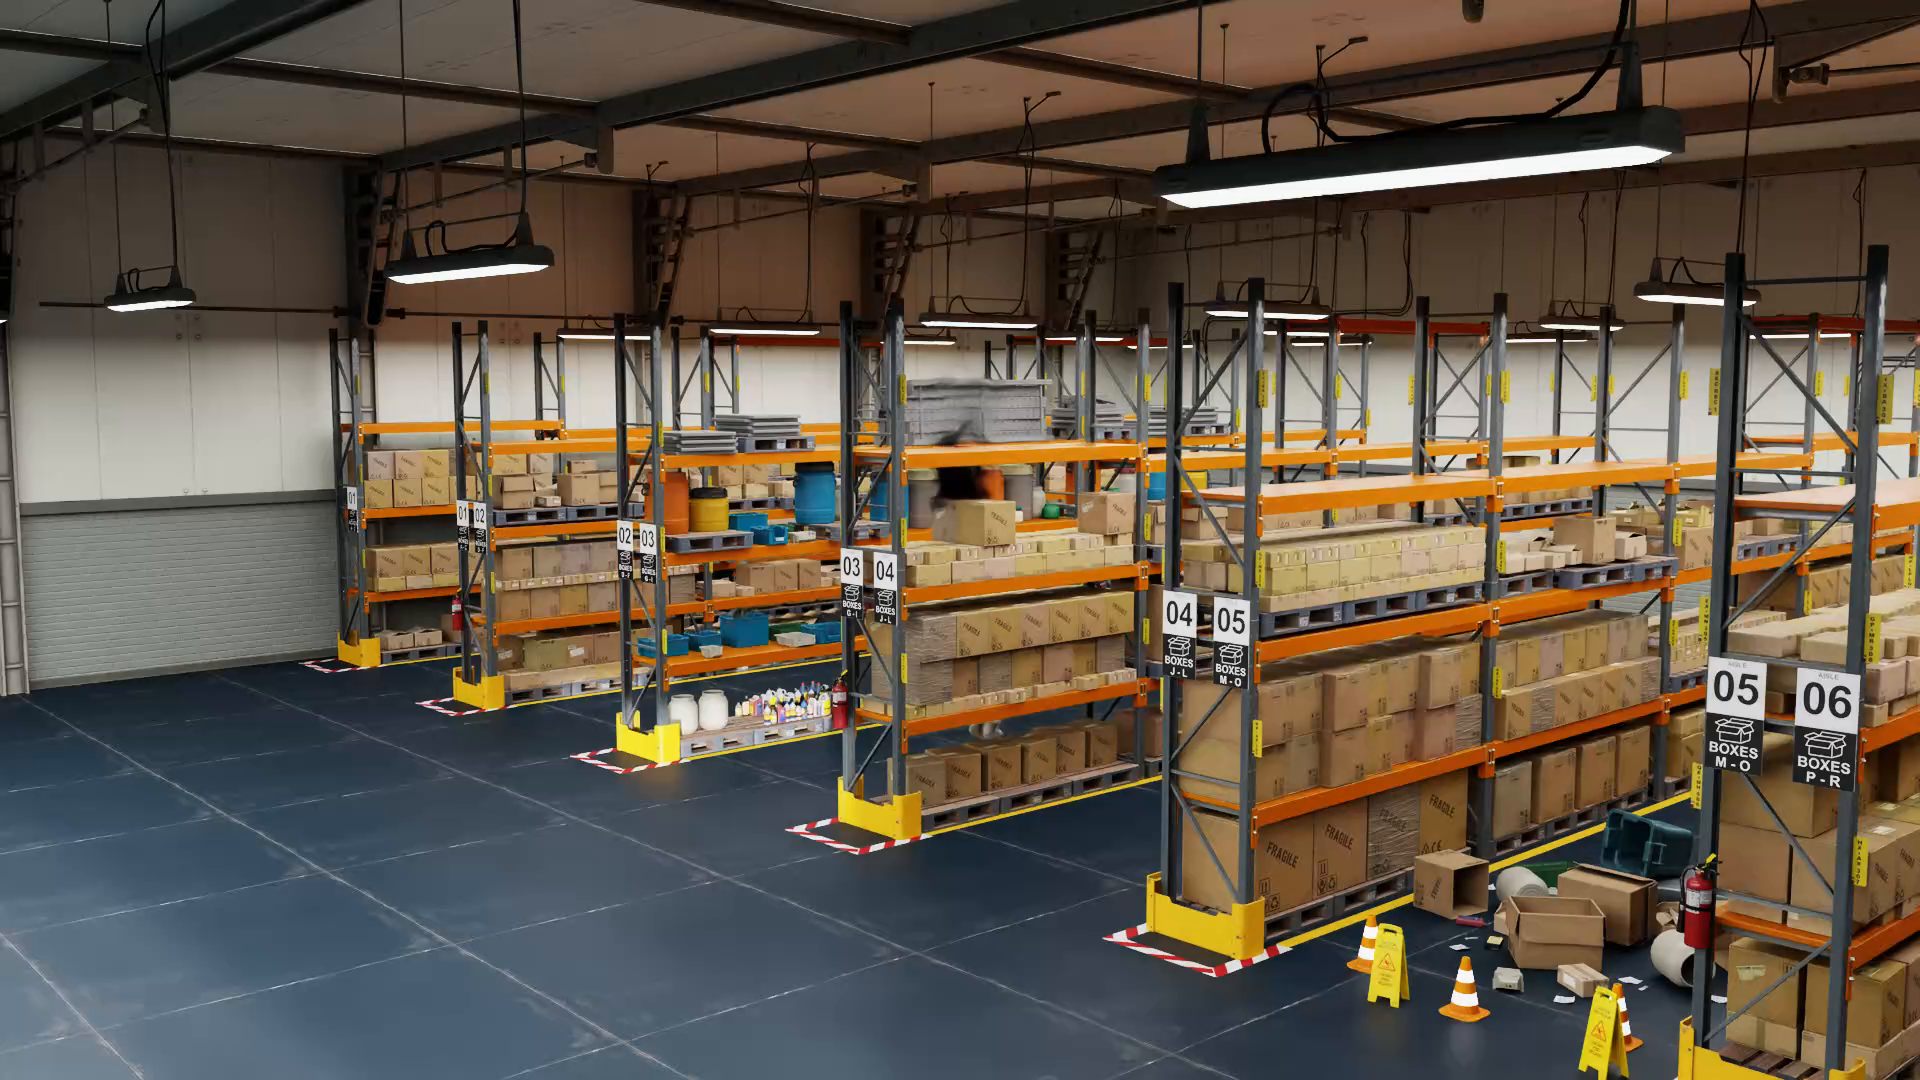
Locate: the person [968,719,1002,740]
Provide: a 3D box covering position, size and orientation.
[{"bbox_3d":[0.373,2.148,21.934,0.668,1.732,0.702,-5,8,-43],"label":"person"}]

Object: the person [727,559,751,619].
[{"bbox_3d":[-4.209,1.171,31.933,0.544,1.704,0.685,4,7,34],"label":"person"}]
